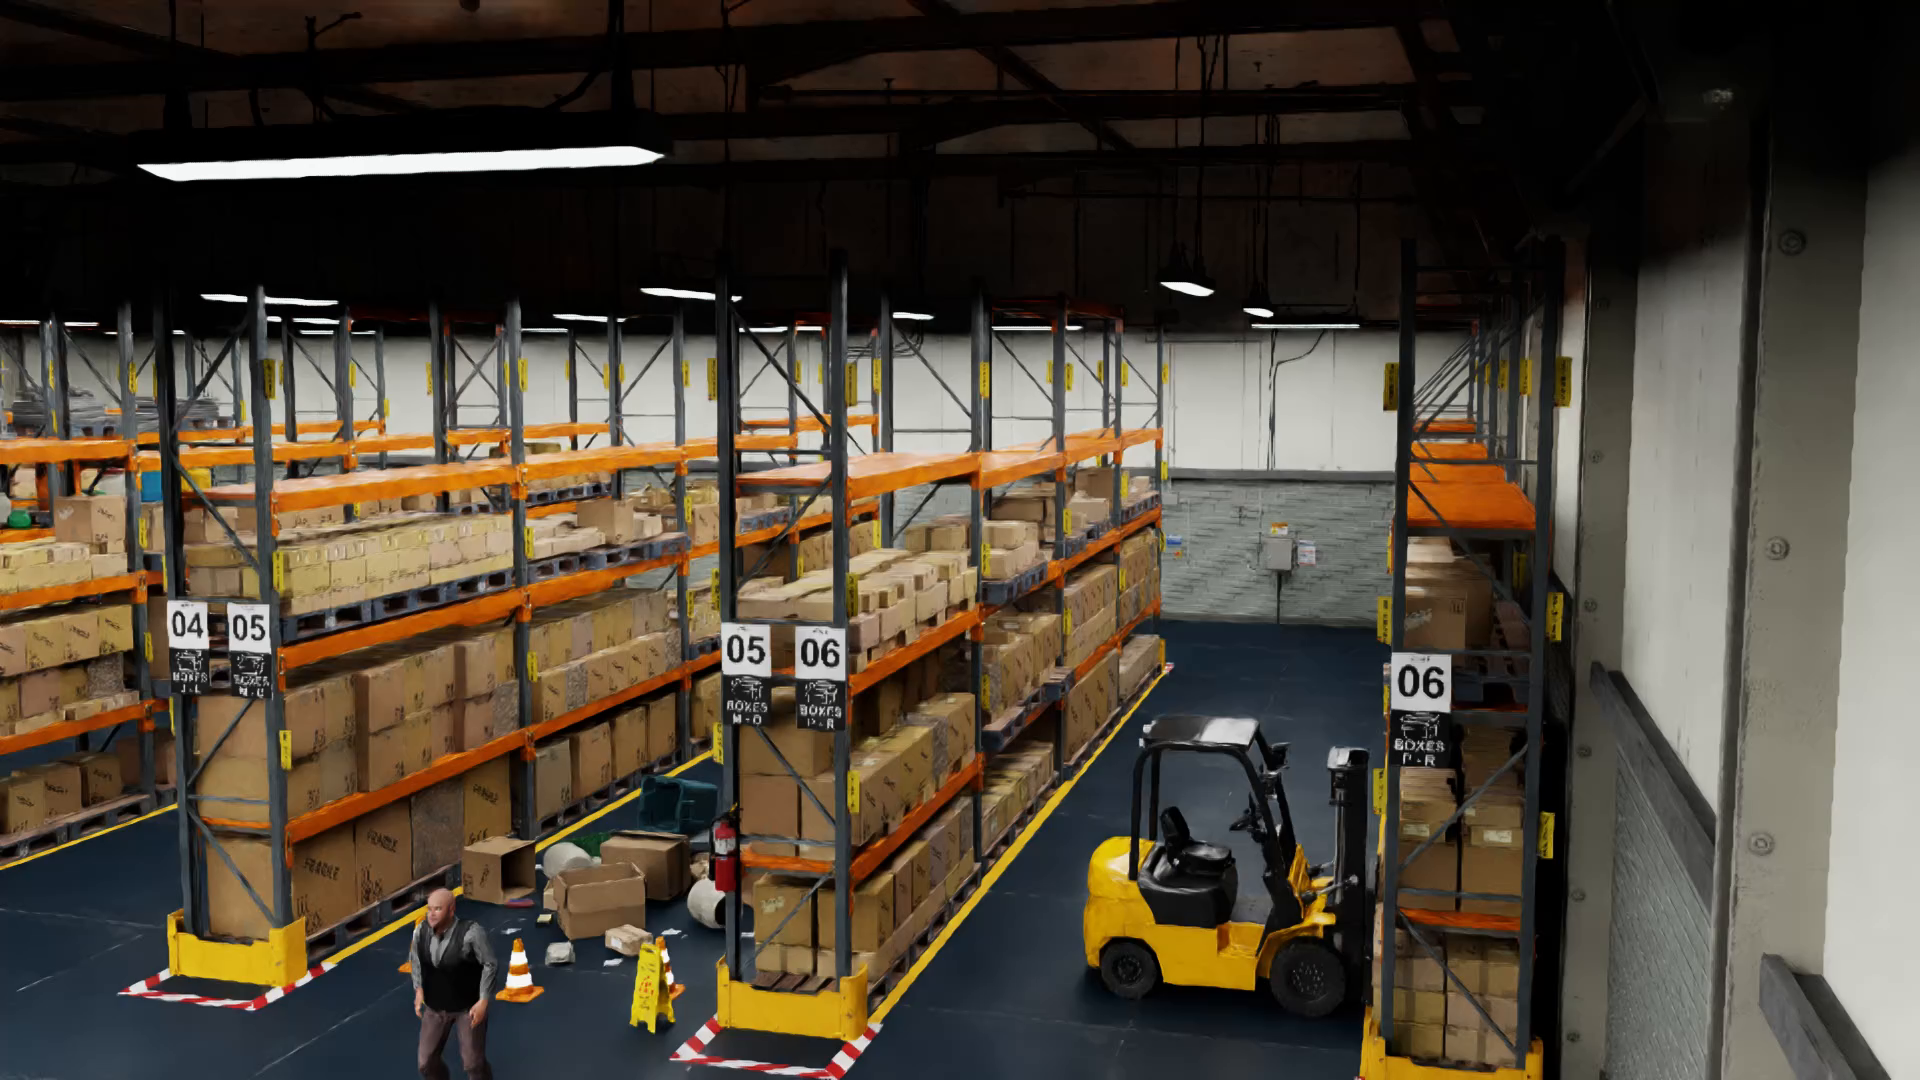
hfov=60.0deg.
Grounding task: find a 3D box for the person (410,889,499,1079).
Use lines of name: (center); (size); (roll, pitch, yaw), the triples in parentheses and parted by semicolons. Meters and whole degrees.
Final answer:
person: (-3.434, 3.150, 11.309); (0.677, 1.674, 0.534); (2, 6, 14)
